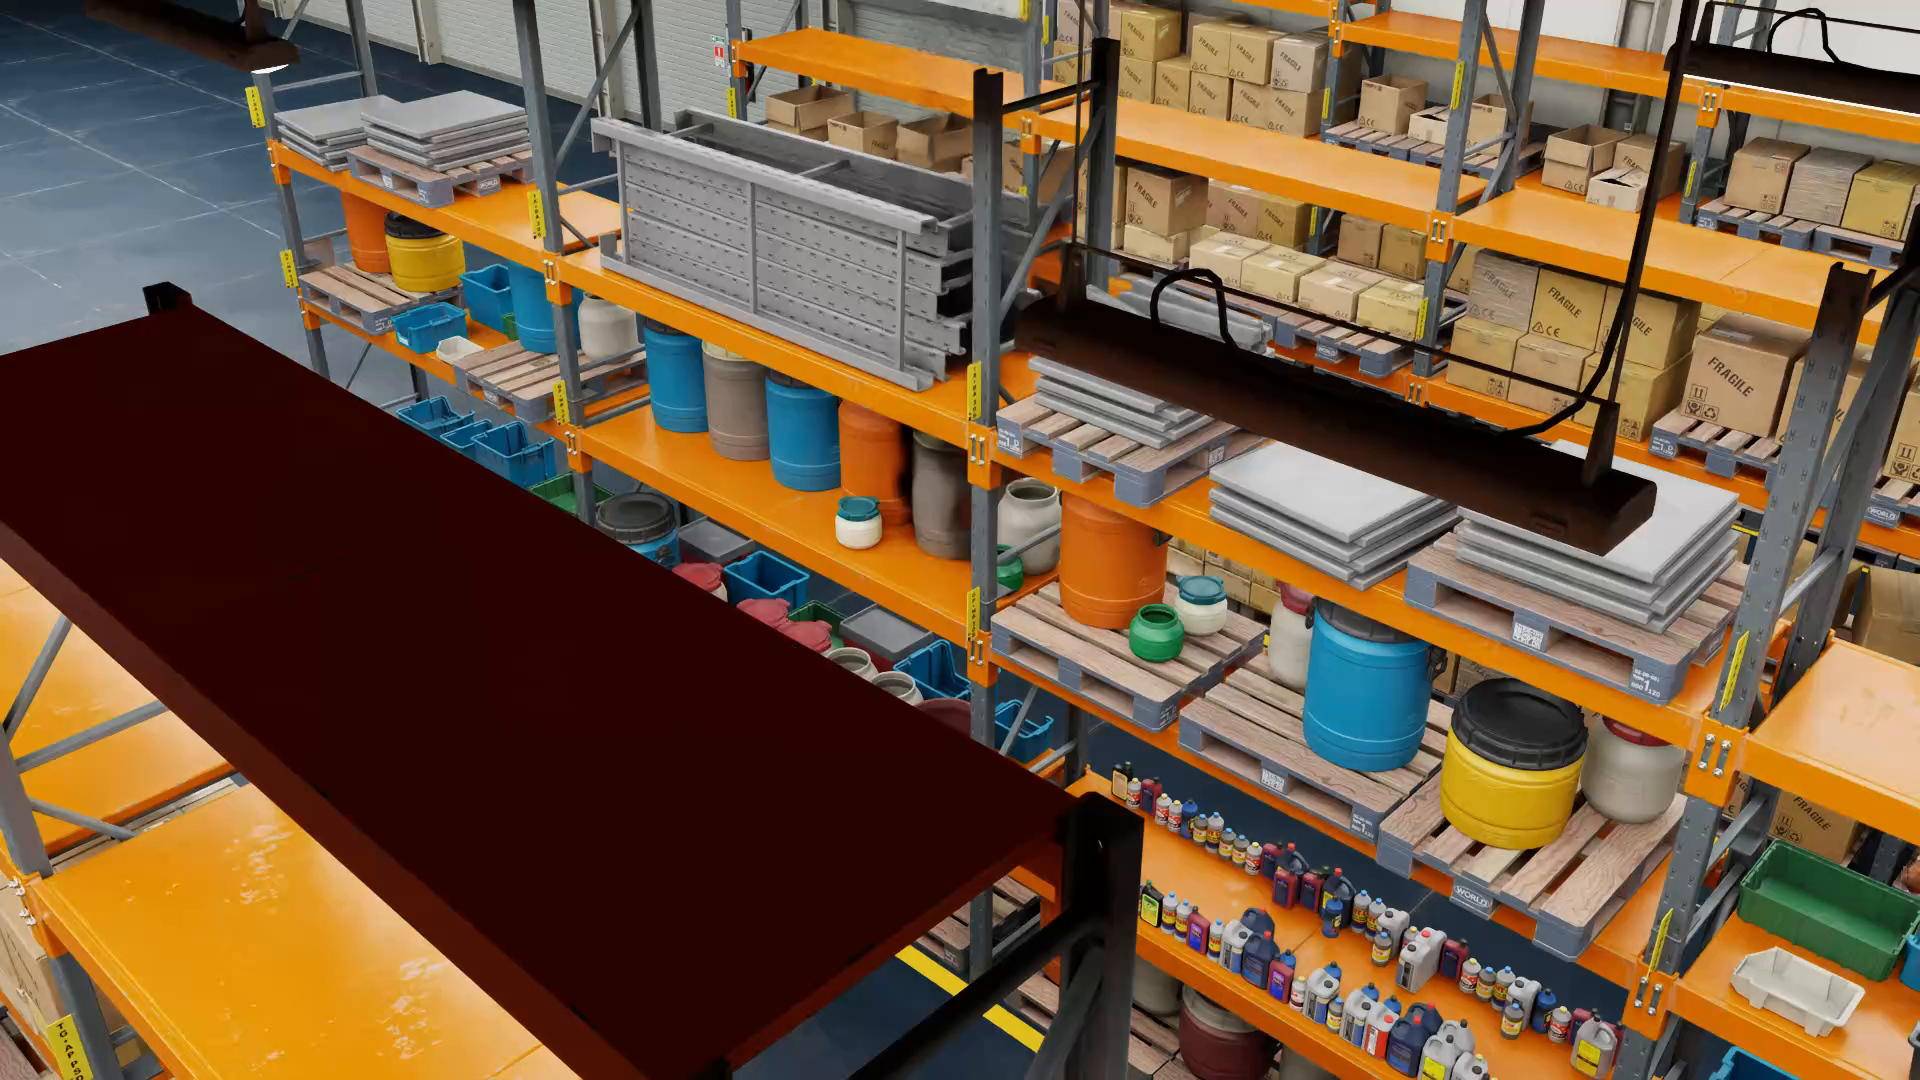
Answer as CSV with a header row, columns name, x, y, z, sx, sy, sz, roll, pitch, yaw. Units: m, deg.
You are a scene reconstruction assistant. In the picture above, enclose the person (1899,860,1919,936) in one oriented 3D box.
name,x,y,z,sx,sy,sz,roll,pitch,yaw
person,5.603,2.548,10.078,0.561,1.600,0.599,19,34,30
